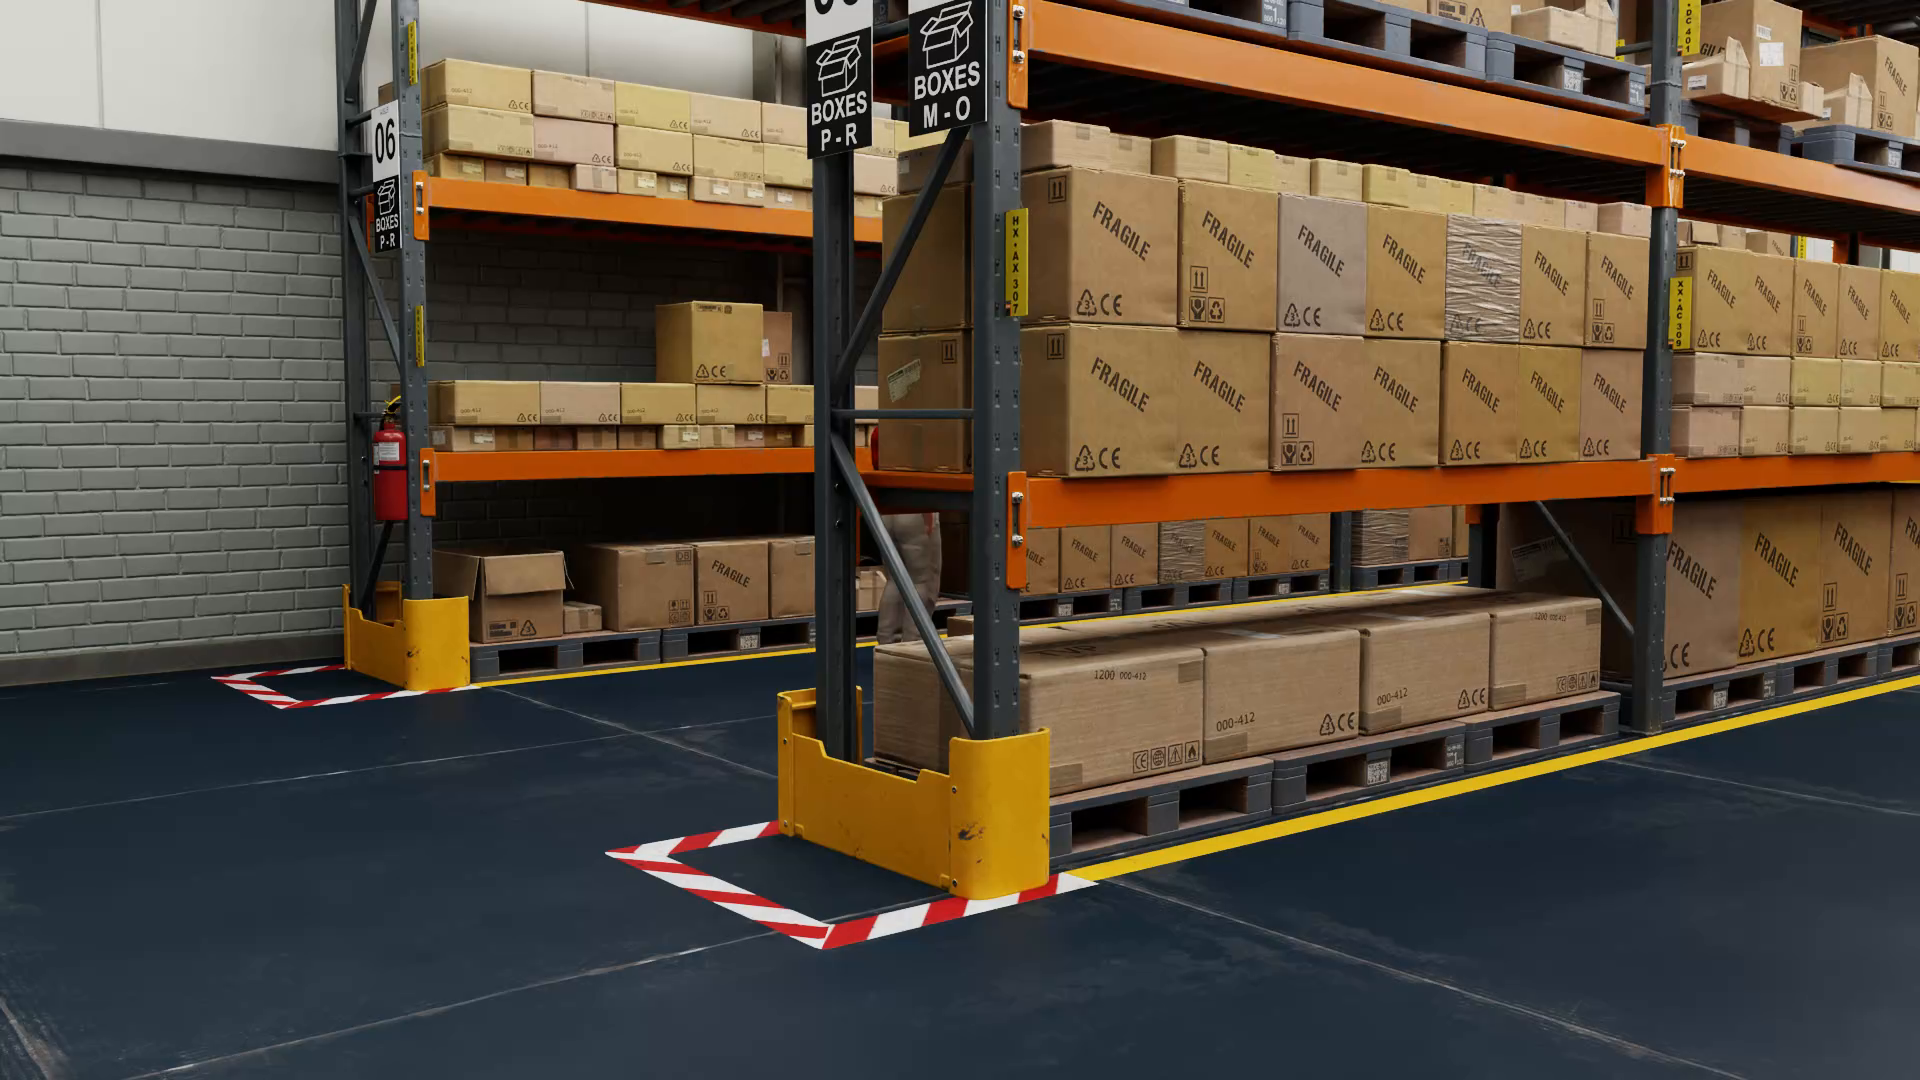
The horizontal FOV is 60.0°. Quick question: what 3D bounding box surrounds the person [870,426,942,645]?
[{"bbox_3d":[-0.301,-0.100,10.016,0.360,1.722,0.528,-3,5,-37],"label":"person"}]
